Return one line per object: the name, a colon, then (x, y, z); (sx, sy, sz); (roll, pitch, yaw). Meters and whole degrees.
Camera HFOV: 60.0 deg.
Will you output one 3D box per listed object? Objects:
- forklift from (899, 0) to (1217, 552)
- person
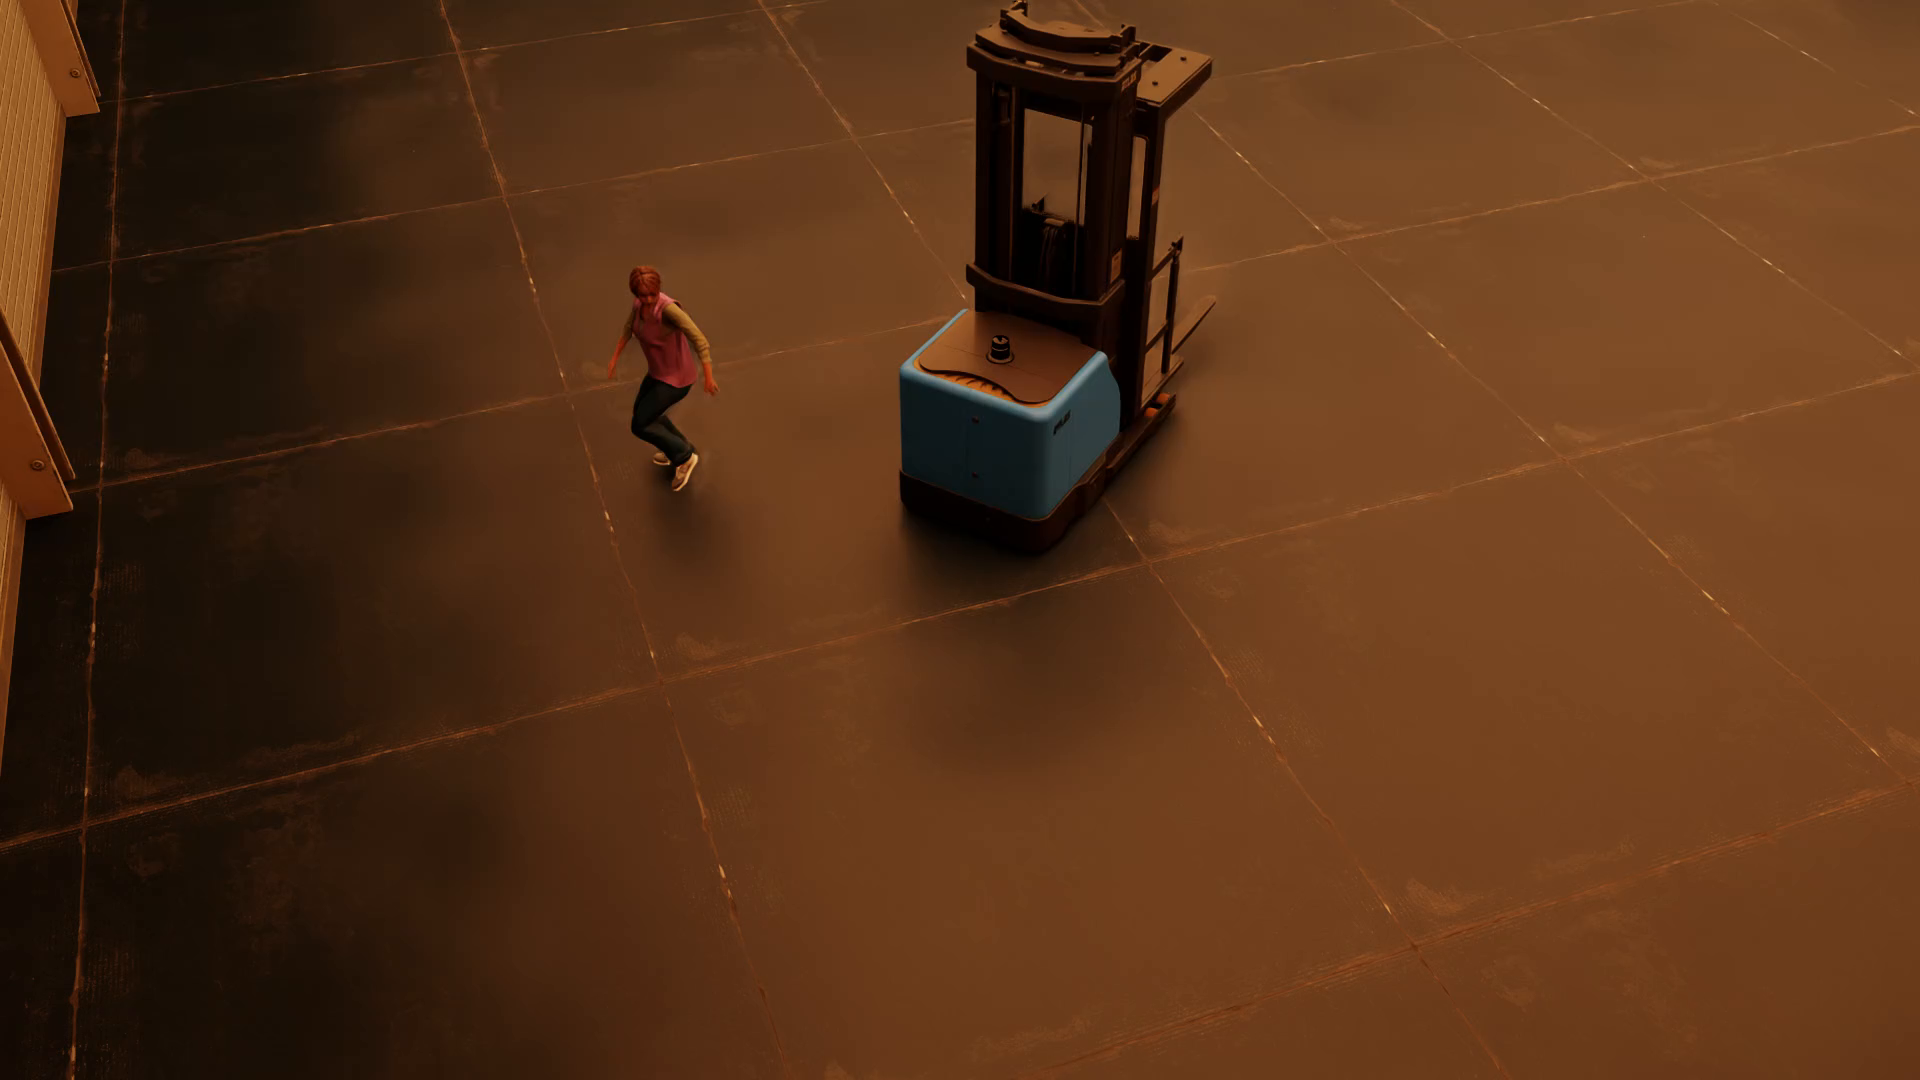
forklift: (0.803, -1.981, 10.356); (1.130, 2.935, 3.031); (21, 44, 23)
person: (-1.864, -1.017, 10.319); (0.580, 1.514, 0.648); (-16, 43, -18)
